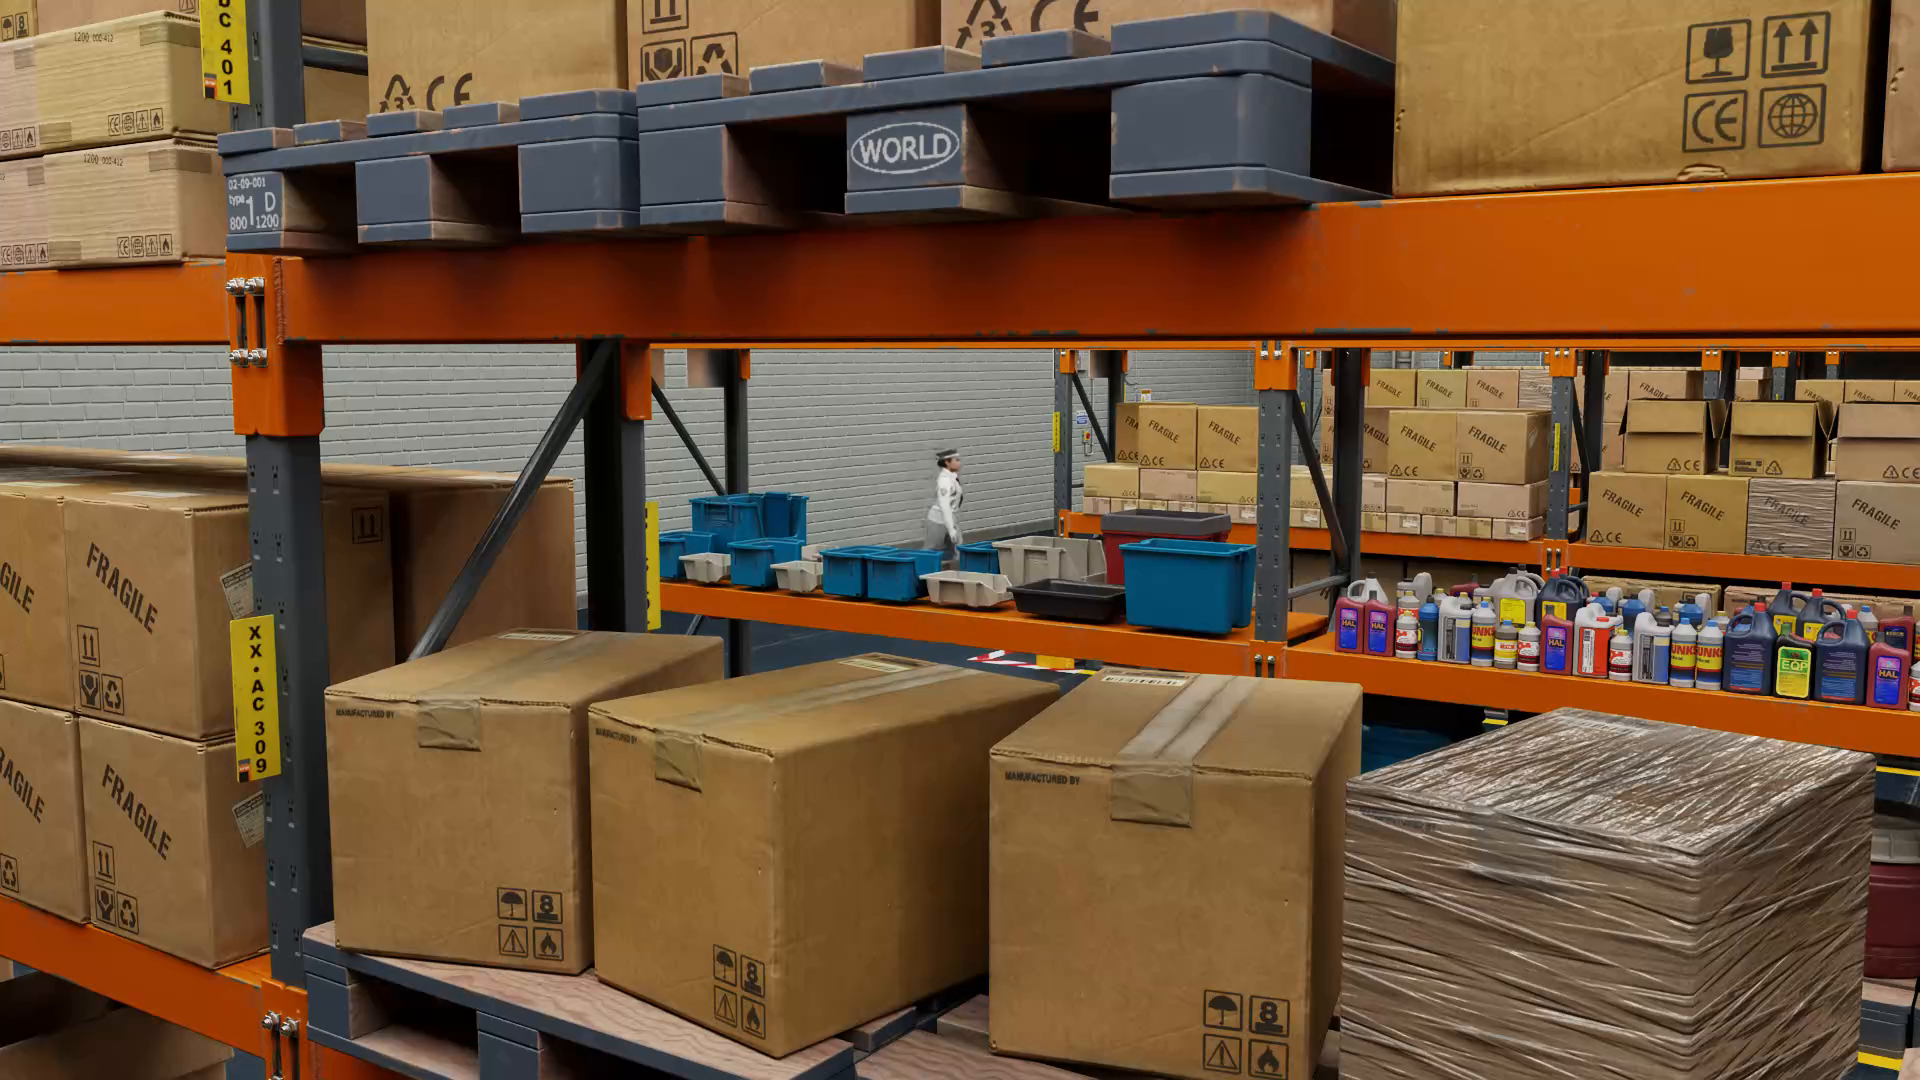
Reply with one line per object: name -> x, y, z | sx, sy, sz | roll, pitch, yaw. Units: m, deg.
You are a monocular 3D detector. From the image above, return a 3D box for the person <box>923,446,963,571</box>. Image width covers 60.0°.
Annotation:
person -> -0.123, -0.168, 17.337 | 0.924, 1.625, 0.514 | 1, 7, 13
